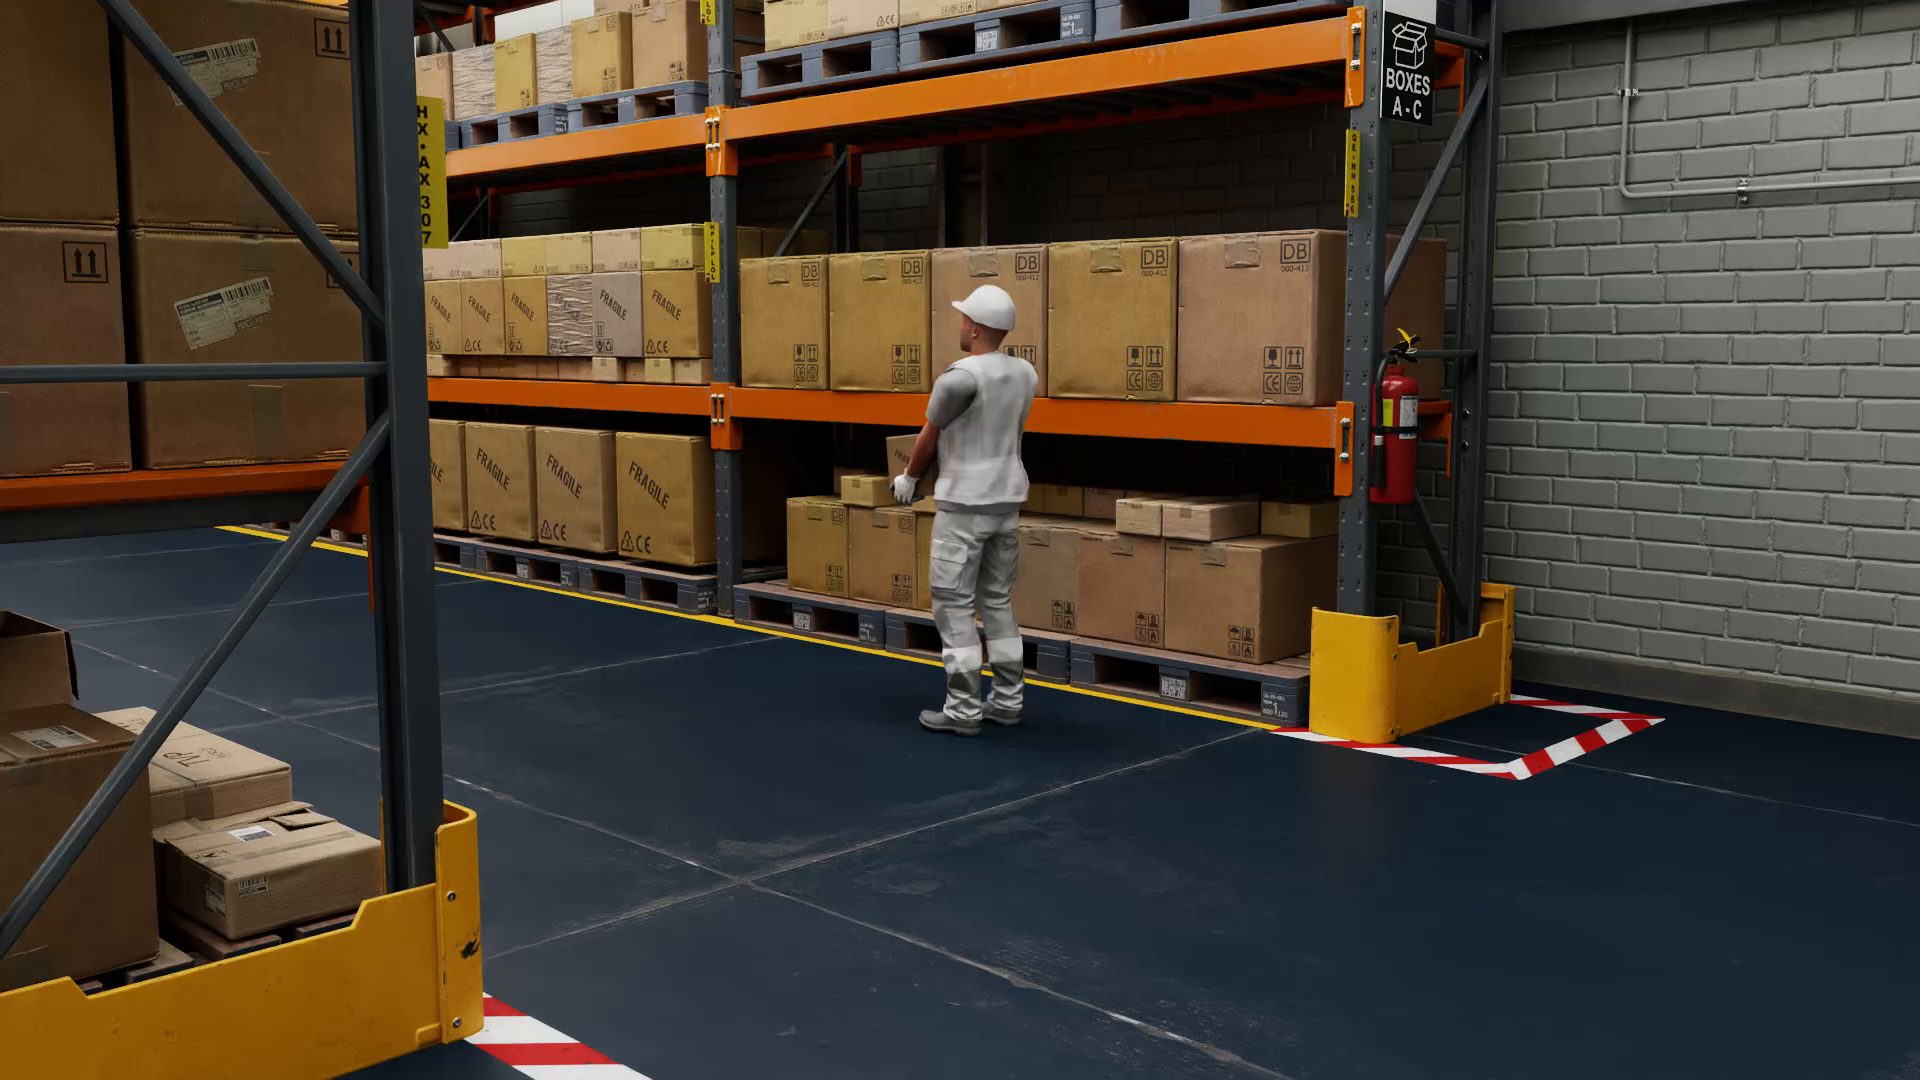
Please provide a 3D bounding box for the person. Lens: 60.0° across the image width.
[{"bbox_3d":[-0.001,-0.127,6.723,0.563,1.782,0.493,7,10,44],"label":"person"}]
